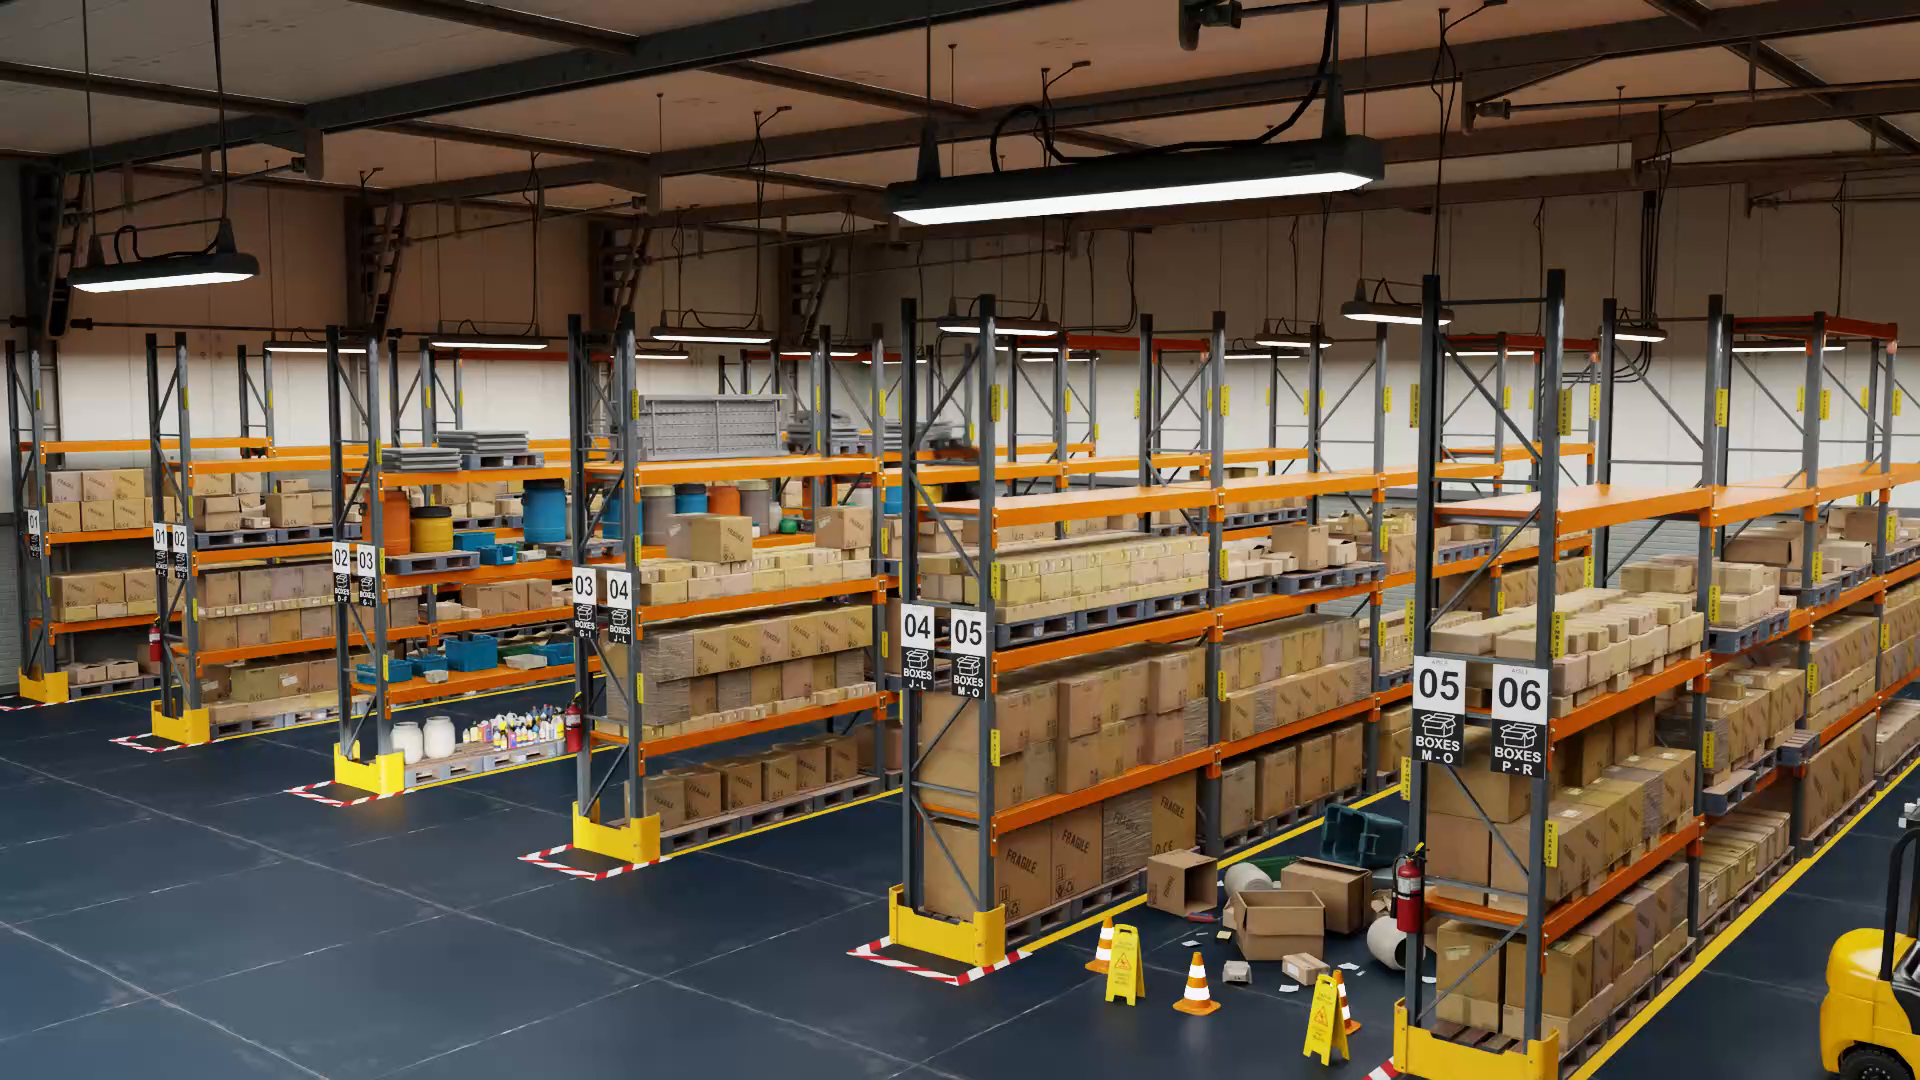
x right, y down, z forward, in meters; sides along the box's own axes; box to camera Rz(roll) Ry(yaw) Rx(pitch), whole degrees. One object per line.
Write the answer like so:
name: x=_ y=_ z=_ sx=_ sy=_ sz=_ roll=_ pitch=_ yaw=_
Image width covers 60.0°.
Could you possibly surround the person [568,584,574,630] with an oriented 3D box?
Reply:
person: x=-7.365 y=1.393 z=32.306 sx=0.705 sy=1.727 sz=0.661 roll=3 pitch=6 yaw=32
